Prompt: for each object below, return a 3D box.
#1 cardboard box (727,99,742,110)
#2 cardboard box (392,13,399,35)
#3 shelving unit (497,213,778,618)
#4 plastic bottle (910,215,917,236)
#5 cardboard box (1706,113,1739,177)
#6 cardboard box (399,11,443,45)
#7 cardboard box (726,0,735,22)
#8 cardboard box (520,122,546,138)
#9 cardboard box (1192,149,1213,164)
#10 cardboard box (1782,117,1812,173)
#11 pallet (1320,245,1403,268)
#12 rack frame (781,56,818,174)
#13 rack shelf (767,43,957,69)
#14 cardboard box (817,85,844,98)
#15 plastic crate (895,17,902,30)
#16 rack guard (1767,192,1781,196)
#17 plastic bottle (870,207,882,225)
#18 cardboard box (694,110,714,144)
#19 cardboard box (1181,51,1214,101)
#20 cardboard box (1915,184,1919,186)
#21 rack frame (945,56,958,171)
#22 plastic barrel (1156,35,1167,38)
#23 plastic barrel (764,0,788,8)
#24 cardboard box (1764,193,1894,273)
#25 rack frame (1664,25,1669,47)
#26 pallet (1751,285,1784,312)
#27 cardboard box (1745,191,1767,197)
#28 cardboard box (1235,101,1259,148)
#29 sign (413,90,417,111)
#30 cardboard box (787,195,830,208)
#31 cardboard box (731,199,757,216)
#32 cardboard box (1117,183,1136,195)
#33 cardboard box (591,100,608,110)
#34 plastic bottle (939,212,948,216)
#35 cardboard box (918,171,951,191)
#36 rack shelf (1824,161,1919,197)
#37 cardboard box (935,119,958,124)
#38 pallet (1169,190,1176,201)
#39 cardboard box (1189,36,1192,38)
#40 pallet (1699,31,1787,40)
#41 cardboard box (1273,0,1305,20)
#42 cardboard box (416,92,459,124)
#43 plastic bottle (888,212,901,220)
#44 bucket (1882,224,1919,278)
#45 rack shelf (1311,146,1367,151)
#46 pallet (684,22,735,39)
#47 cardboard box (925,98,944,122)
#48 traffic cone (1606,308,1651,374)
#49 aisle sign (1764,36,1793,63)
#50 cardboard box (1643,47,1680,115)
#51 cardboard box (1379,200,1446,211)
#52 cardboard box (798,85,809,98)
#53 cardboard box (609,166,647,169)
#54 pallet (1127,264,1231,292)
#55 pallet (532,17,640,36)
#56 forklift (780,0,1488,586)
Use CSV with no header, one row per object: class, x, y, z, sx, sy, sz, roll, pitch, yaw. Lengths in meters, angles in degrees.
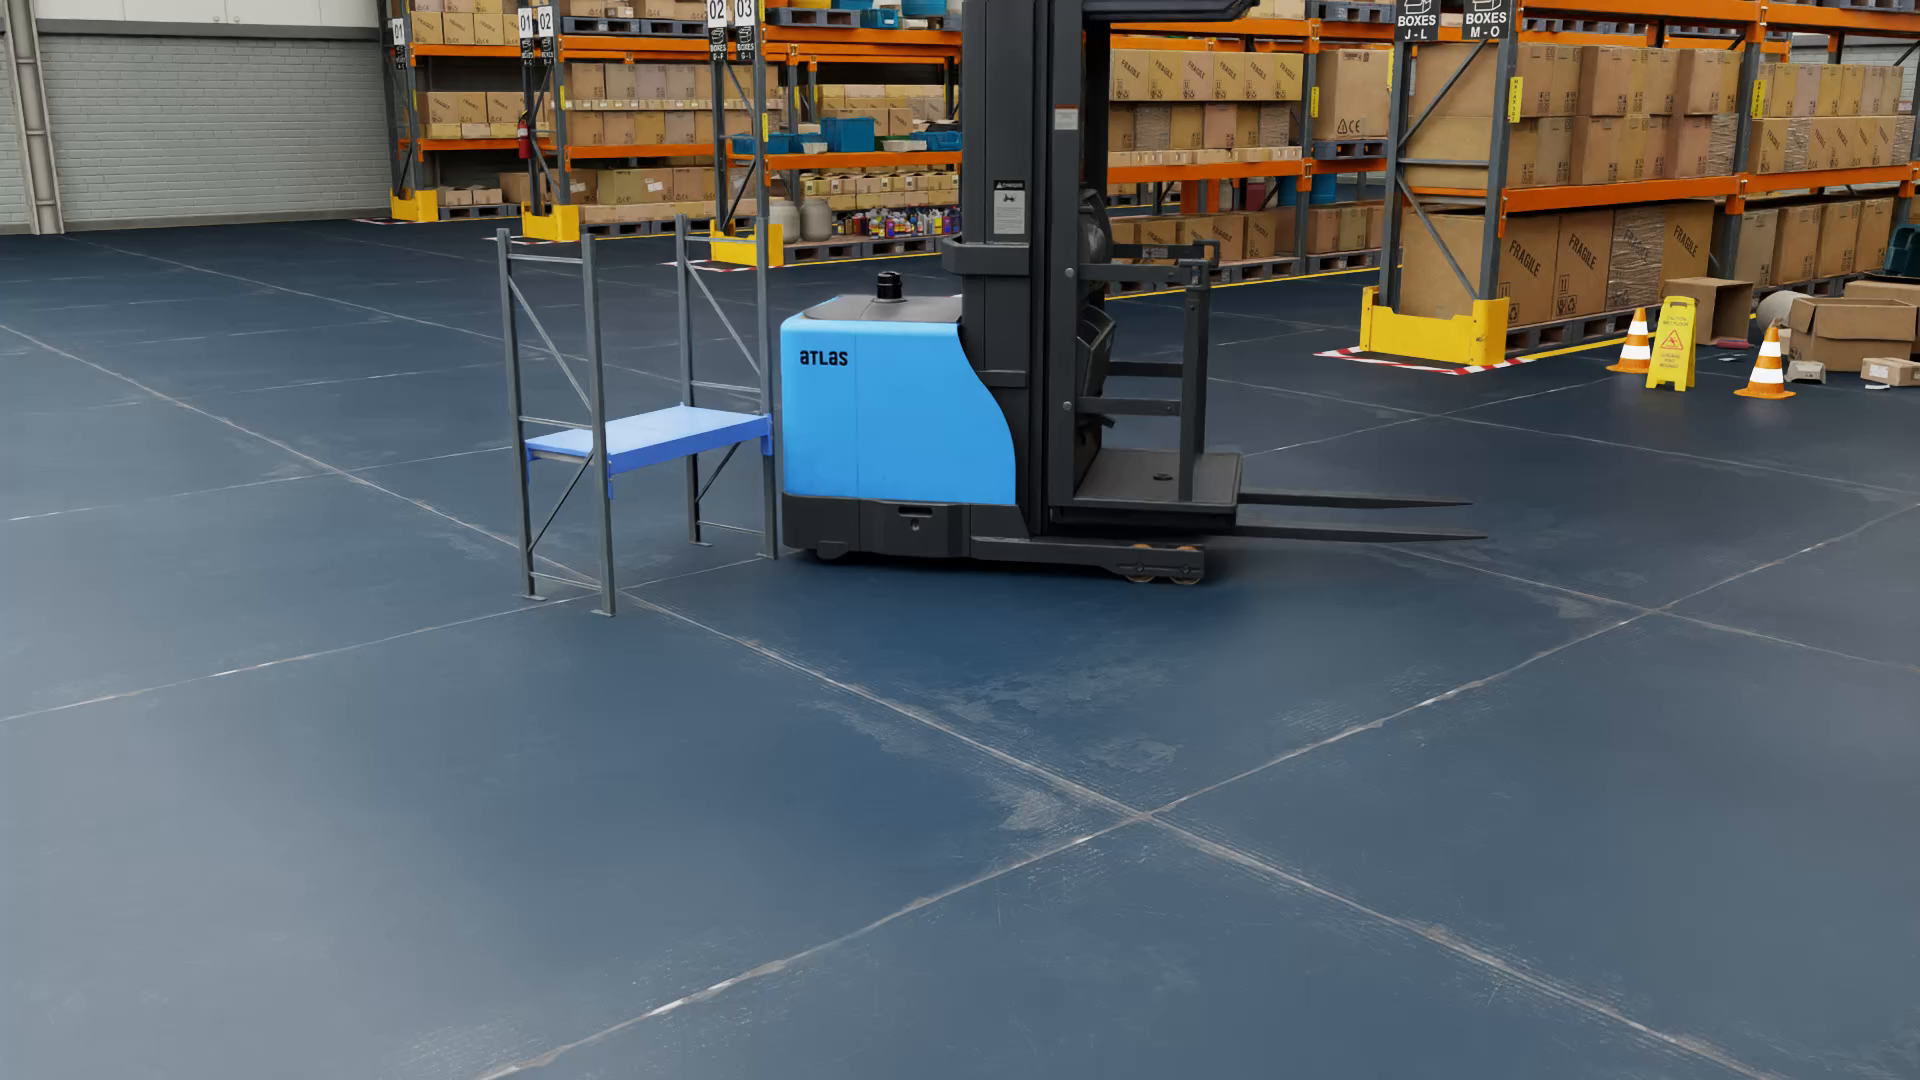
cardboard box,-3.545,-6.655,25.401,0.250,0.149,0.380,-13,20,-39
cardboard box,-9.023,-8.425,27.435,0.500,0.500,0.500,-11,18,-35
shelving unit,-1.310,-0.565,6.959,0.538,1.500,1.048,10,18,32
plastic bottle,-0.609,-4.120,21.795,0.097,0.271,0.097,0,15,0
cardboard box,6.510,-3.608,15.154,0.550,0.550,0.875,-13,19,-39
cardboard box,-8.755,-8.313,27.016,0.500,0.500,0.500,-12,19,-38
cardboard box,-3.453,-8.246,25.718,0.500,0.500,0.500,-11,18,-35
cardboard box,-7.442,-7.017,28.461,0.500,0.250,0.500,-12,19,-39
cardboard box,2.490,-4.117,17.836,0.250,0.149,0.380,-13,19,-39
cardboard box,7.734,-3.771,15.861,0.500,0.500,0.500,-12,19,-39
pallet,5.108,-3.576,20.727,1.213,0.211,1.003,-13,19,-39
rack frame,-3.137,-8.153,32.462,0.127,3.000,1.000,-13,19,-39
rack shelf,-1.391,-7.953,27.291,4.000,0.370,1.077,-13,19,-39
cardboard box,-2.603,-8.749,32.430,0.500,0.250,0.500,-12,19,-38
plastic crate,-1.020,-6.680,21.543,0.450,0.188,0.336,-13,19,-39
rack guard,12.671,-5.412,27.043,0.348,0.500,1.175,-13,19,-39
plastic bottle,-1.136,-4.288,22.273,0.185,0.351,0.144,-12,19,-37
cardboard box,-4.005,-6.309,25.364,0.500,0.500,0.700,-12,19,-39
cardboard box,2.308,-4.875,17.479,0.500,0.500,0.500,-13,19,-39
cardboard box,11.684,-4.148,20.045,0.500,0.250,0.500,-12,19,-38
rack frame,0.118,-7.190,28.854,0.127,3.000,1.000,-13,19,-39
plastic barrel,2.931,-7.735,24.866,0.421,0.512,0.421,0,15,0
plastic barrel,-2.385,-6.836,20.072,0.708,0.830,0.600,-13,19,-39
cardboard box,9.279,-3.308,17.868,0.750,0.750,1.050,-13,20,-40
rack frame,9.635,-5.938,24.168,0.127,3.000,1.000,-13,19,-39
pallet,7.313,-2.398,16.320,1.213,0.211,1.003,-13,19,-39
cardboard box,12.223,-5.668,26.461,0.875,0.875,0.875,-13,19,-39
cardboard box,2.820,-4.633,18.512,0.500,0.500,0.875,-13,19,-39
sign,-8.815,-7.111,26.881,0.005,0.325,0.100,-13,19,-39
cardboard box,-2.433,-5.407,26.693,0.500,0.250,0.500,-13,20,-41
cardboard box,-3.490,-5.183,25.854,0.500,0.250,0.500,-13,19,-39
cardboard box,2.951,-6.733,31.135,0.500,0.500,0.500,-13,20,-40
cardboard box,-5.282,-6.266,23.945,0.250,0.149,0.380,-13,20,-41
plastic bottle,-0.209,-4.271,22.351,0.135,0.276,0.152,-13,19,-39
cardboard box,-0.503,-6.109,28.236,0.500,0.311,0.500,-13,20,-40
rack shelf,11.306,-4.269,19.314,4.000,0.370,1.077,-13,19,-39
cardboard box,-0.185,-7.094,28.667,0.500,0.311,0.500,-11,19,-36
pallet,4.575,-6.844,32.963,1.213,0.211,1.003,-13,19,-39
cardboard box,4.041,-9.605,31.404,0.500,0.250,0.500,-13,19,-39
pallet,12.100,-7.894,25.851,1.213,0.211,1.003,-13,19,-39
cardboard box,3.428,-5.832,18.248,0.500,0.250,0.500,-12,19,-37
cardboard box,-8.614,-7.120,27.392,0.500,0.500,0.500,-13,19,-39
plastic bottle,-0.879,-4.259,22.308,0.135,0.276,0.152,-13,19,-39
bucket,8.191,-2.281,13.875,0.620,0.611,0.726,5,12,-23
rack shelf,4.875,-6.216,26.603,4.000,0.370,1.077,-13,19,-39
pallet,-3.526,-7.769,25.382,1.213,0.211,1.003,-13,19,-39
cardboard box,-0.680,-8.817,34.138,0.500,0.500,0.500,-12,19,-39
traffic cone,5.095,-1.510,12.508,0.334,0.463,0.336,-13,19,-39
aisle sign,12.904,-7.825,26.197,0.004,0.787,0.394,-13,19,-39
cardboard box,5.643,-3.958,14.372,0.550,0.550,0.875,-13,19,-39
cardboard box,5.716,-4.052,21.097,0.700,0.500,0.500,14,20,42
cardboard box,-2.965,-8.845,32.788,0.500,0.250,0.500,-12,19,-38
cardboard box,-4.963,-5.392,25.186,0.500,0.500,0.500,-13,19,-39
pallet,2.196,-2.907,18.225,1.213,0.211,1.003,-13,19,-39
pallet,-5.367,-7.356,23.834,1.213,0.211,1.003,-13,19,-39
forklift,0.778,-1.372,7.207,3.031,2.935,1.130,3,15,11
